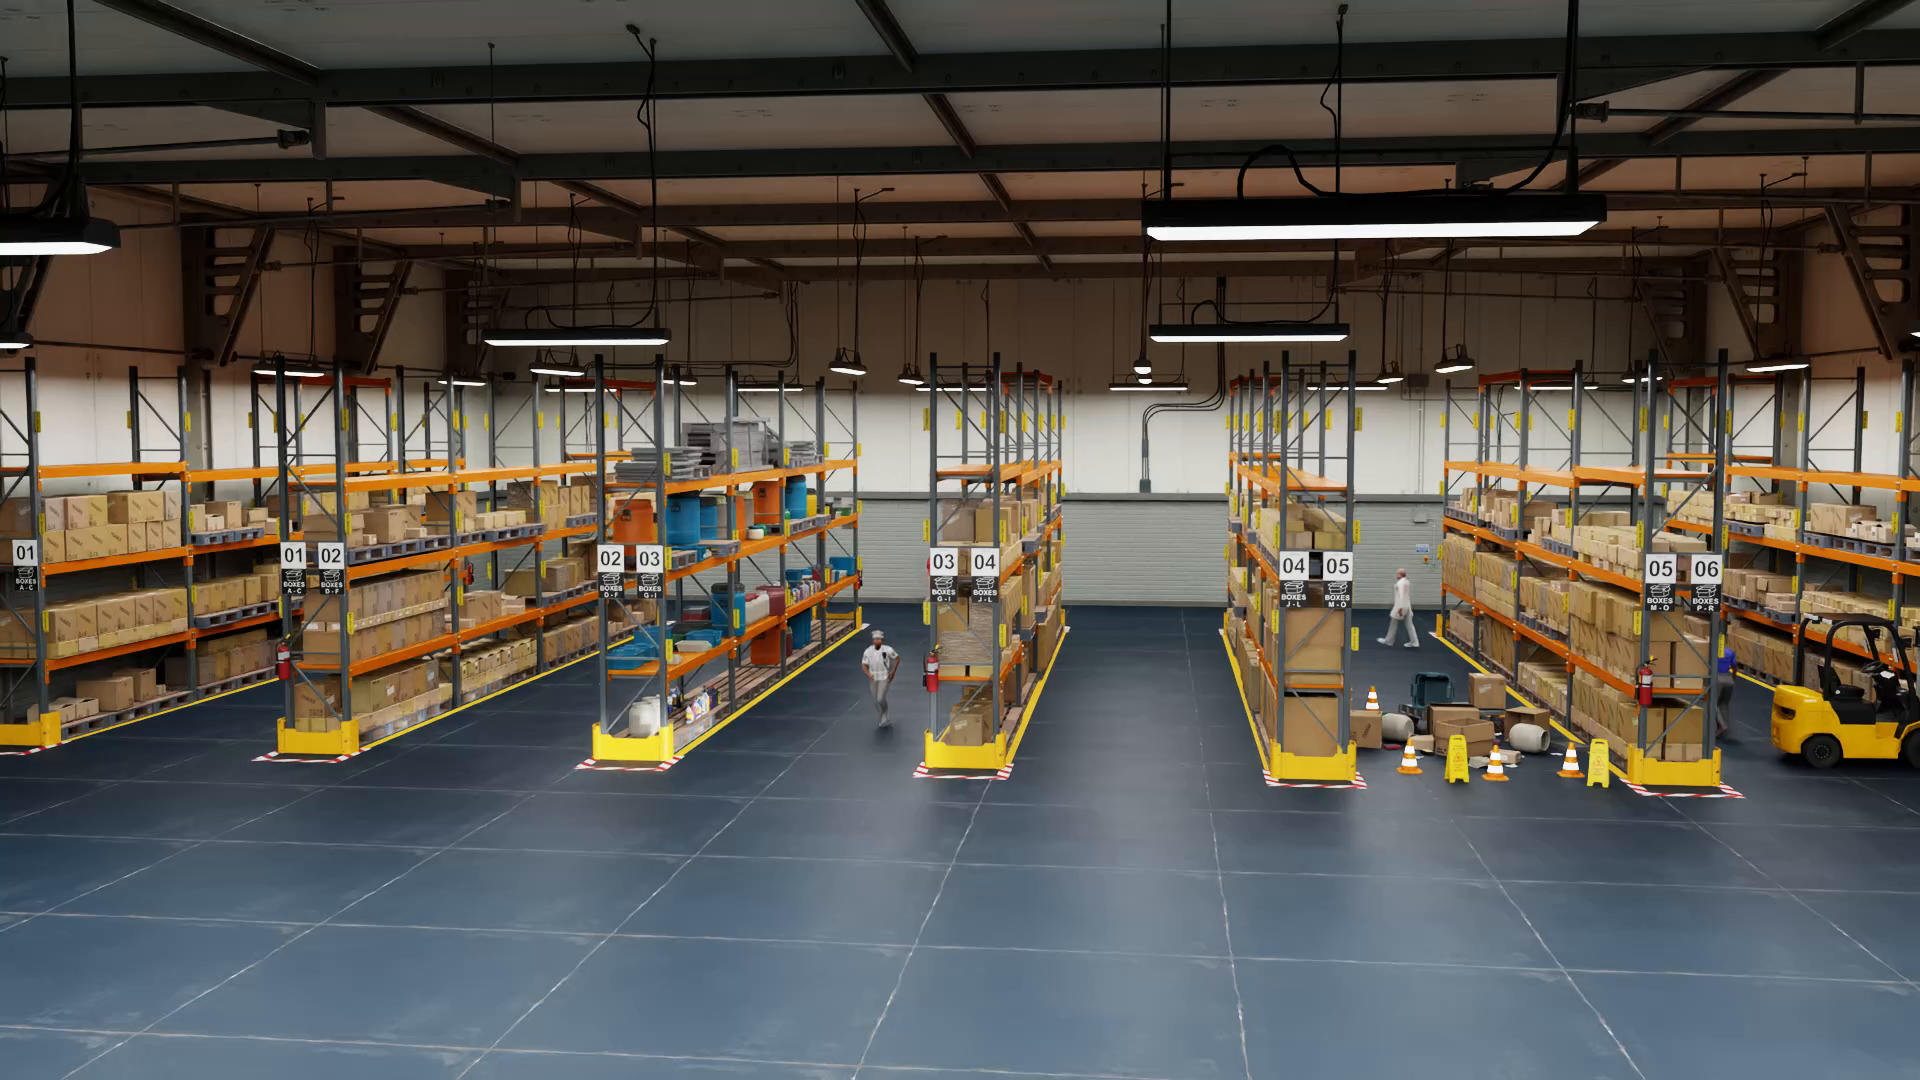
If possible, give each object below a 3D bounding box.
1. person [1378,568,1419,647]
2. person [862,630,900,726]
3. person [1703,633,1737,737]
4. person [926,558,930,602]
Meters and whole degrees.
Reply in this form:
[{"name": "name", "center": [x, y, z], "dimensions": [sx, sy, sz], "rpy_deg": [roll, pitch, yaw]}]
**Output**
[{"name": "person", "center": [9.792, 1.504, 37.032], "dimensions": [0.954, 1.752, 0.629], "rpy_deg": [4, 5, 42]}, {"name": "person", "center": [-1.297, 2.269, 27.251], "dimensions": [0.567, 1.621, 0.751], "rpy_deg": [1, 4, 16]}, {"name": "person", "center": [12.213, 2.316, 26.581], "dimensions": [0.518, 1.644, 0.578], "rpy_deg": [-1, 4, -10]}, {"name": "person", "center": [-0.648, 1.037, 43.818], "dimensions": [0.788, 1.694, 0.534], "rpy_deg": [4, 6, 44]}]
